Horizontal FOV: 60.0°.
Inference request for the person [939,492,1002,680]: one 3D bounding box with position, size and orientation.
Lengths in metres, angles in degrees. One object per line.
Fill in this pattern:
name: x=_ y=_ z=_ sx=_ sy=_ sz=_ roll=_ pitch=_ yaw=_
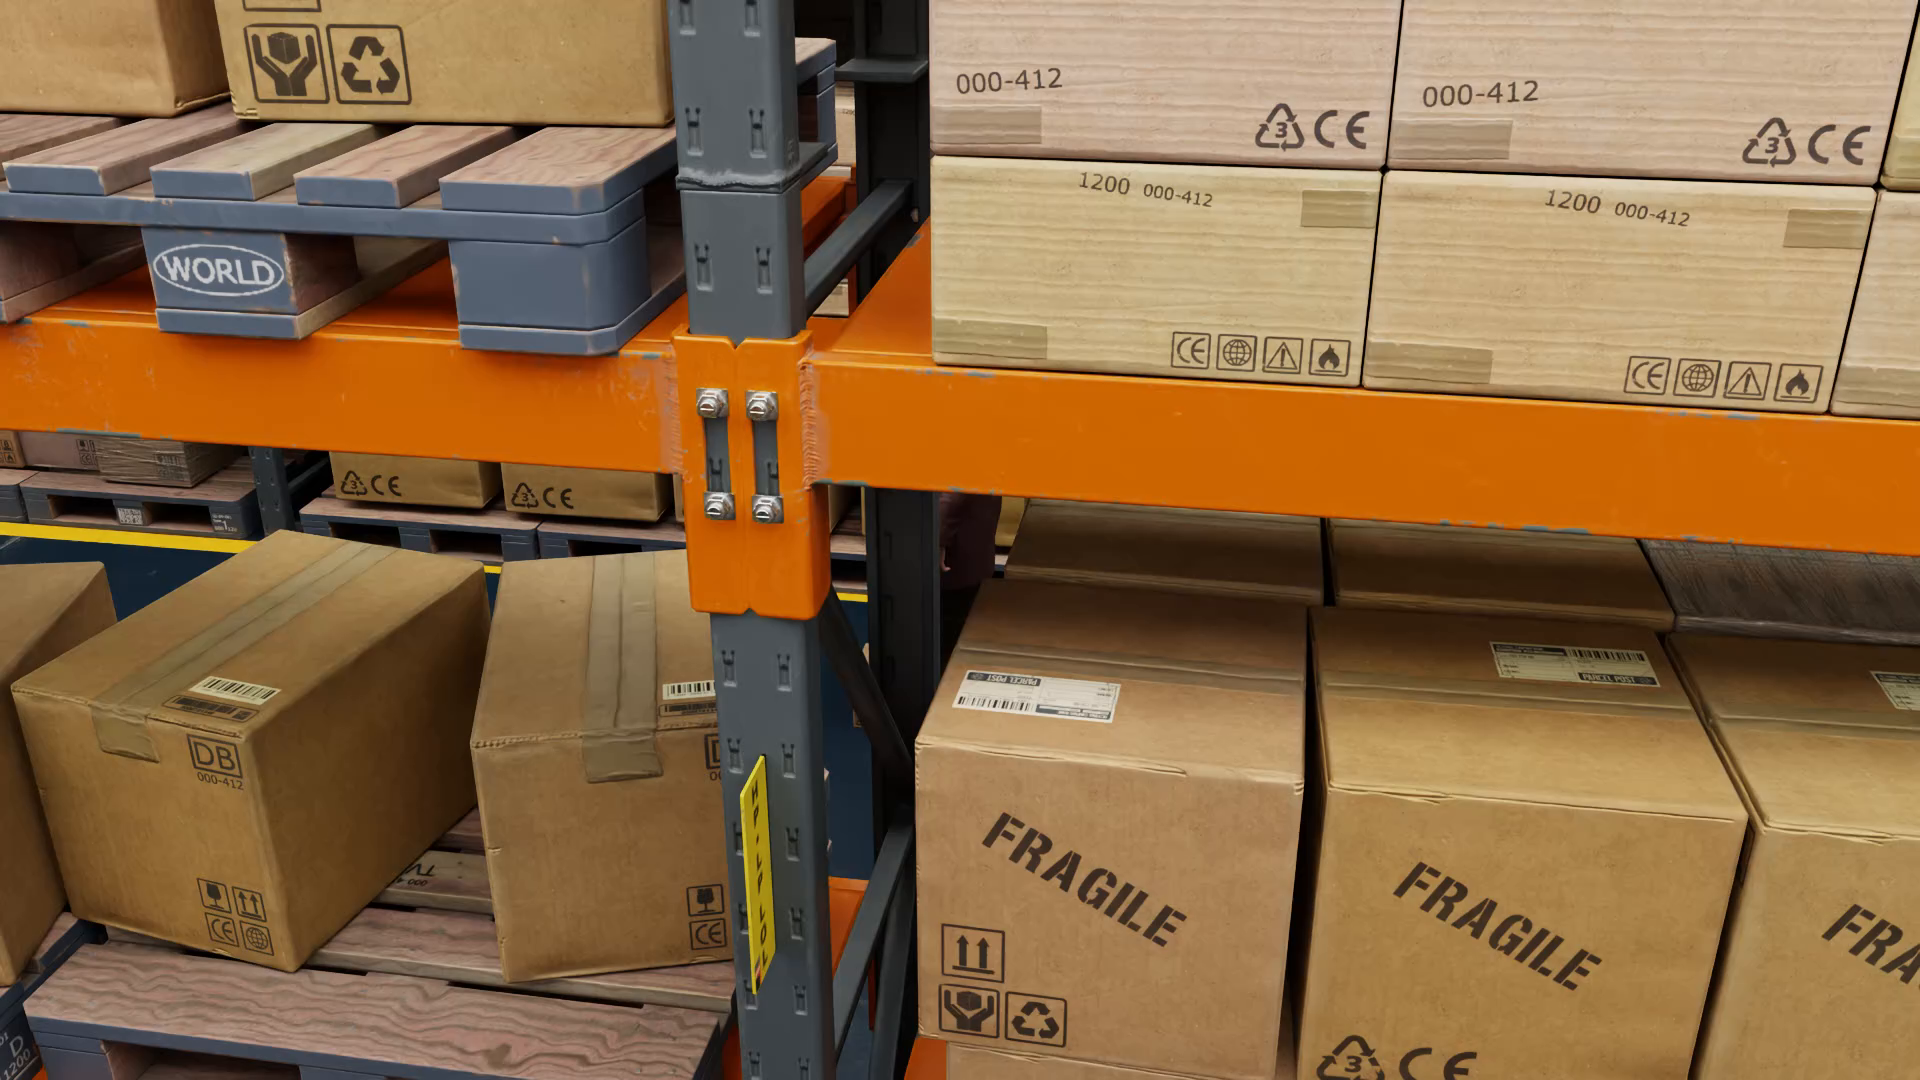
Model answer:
person: x=-0.093 y=-0.111 z=6.345 sx=0.582 sy=1.776 sz=0.694 roll=4 pitch=25 yaw=9
